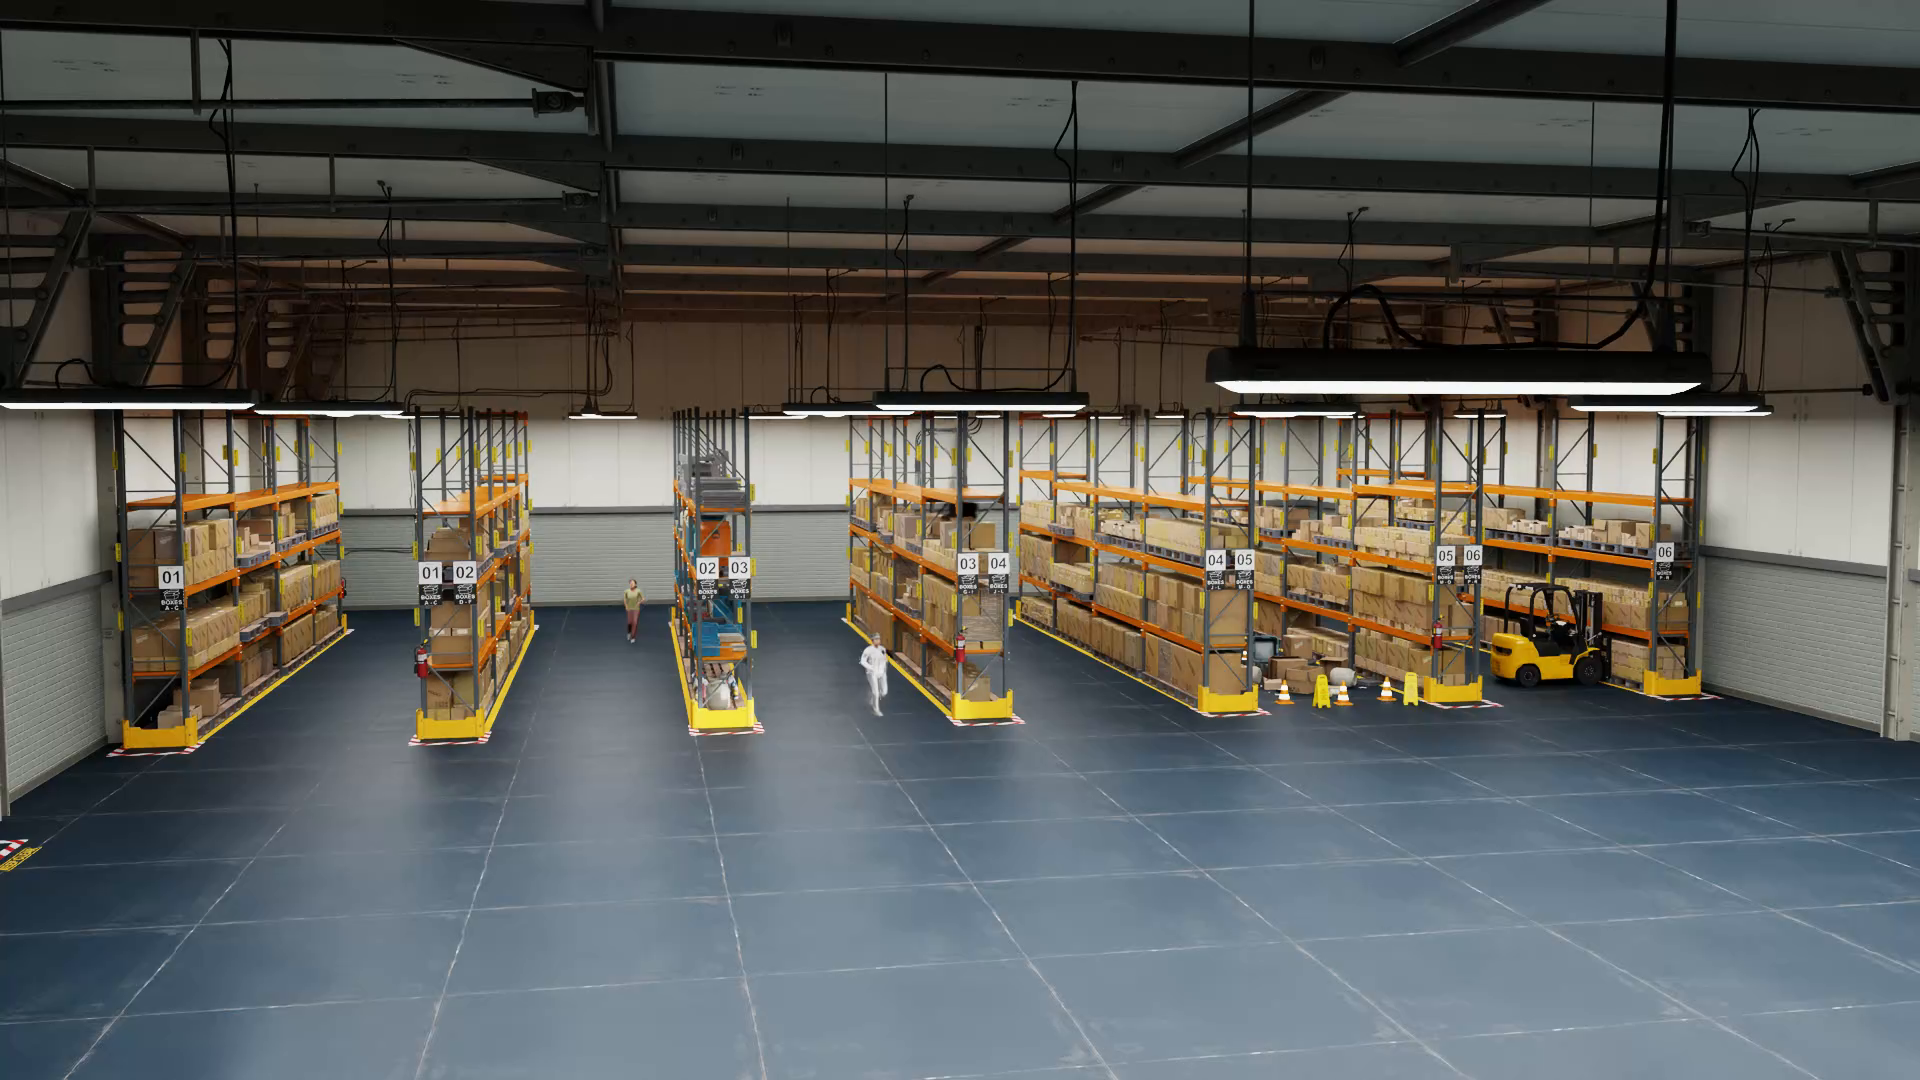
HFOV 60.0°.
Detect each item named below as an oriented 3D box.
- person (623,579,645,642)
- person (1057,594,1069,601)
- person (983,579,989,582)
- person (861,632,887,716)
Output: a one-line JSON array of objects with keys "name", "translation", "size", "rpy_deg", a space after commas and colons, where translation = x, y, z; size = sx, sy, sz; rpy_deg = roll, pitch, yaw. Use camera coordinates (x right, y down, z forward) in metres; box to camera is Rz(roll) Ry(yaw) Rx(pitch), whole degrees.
[{"name": "person", "translation": [-8.472, 1.836, 43.187], "size": [0.566, 1.637, 0.542], "rpy_deg": [-1, 4, -7]}, {"name": "person", "translation": [2.996, 1.379, 49.576], "size": [0.826, 1.636, 0.687], "rpy_deg": [2, 5, 27]}, {"name": "person", "translation": [0.727, 1.479, 47.635], "size": [0.733, 1.718, 0.536], "rpy_deg": [0, 4, 1]}, {"name": "person", "translation": [-1.648, 2.606, 32.425], "size": [0.605, 1.644, 0.565], "rpy_deg": [-2, 5, -29]}]
